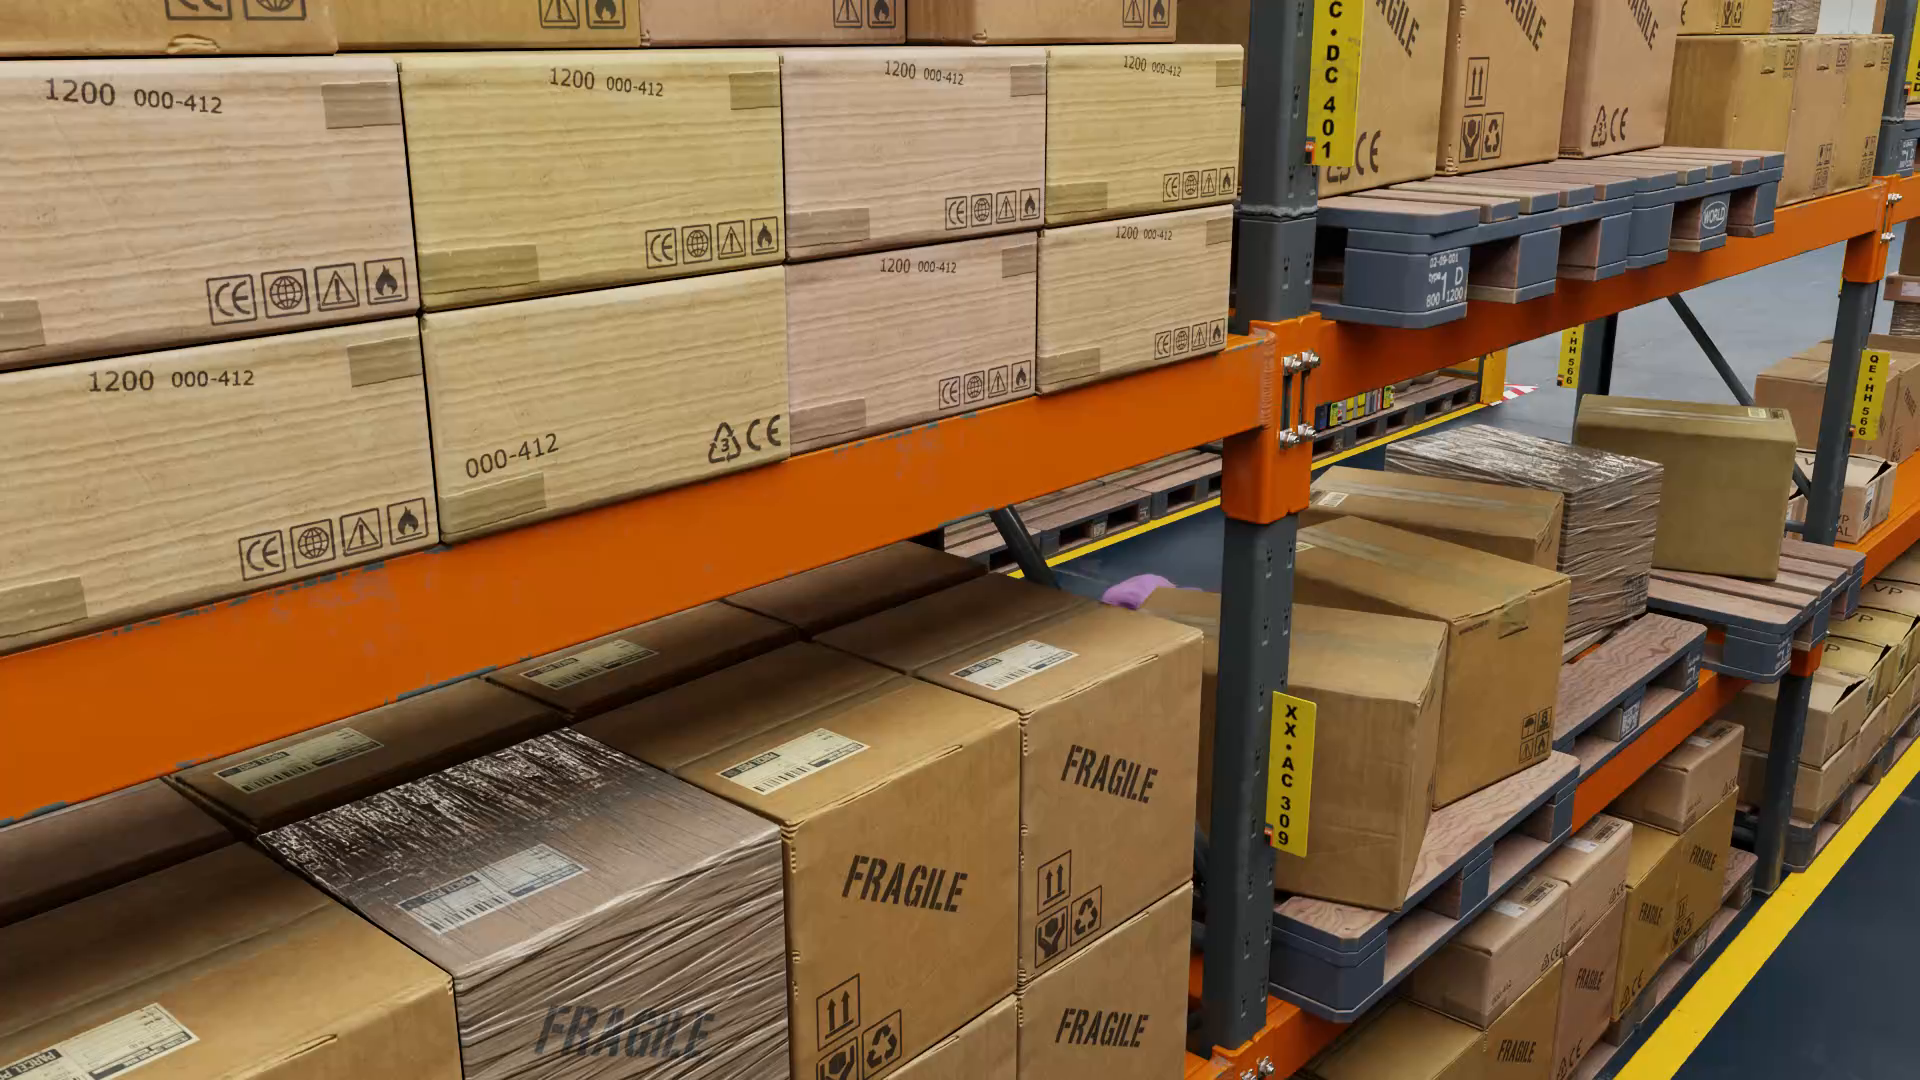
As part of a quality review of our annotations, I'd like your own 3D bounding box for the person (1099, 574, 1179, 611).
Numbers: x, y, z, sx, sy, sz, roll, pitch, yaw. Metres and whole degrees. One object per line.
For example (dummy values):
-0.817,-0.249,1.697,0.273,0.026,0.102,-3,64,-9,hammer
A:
1.005,0.647,7.632,0.858,0.911,0.419,13,22,37,person
